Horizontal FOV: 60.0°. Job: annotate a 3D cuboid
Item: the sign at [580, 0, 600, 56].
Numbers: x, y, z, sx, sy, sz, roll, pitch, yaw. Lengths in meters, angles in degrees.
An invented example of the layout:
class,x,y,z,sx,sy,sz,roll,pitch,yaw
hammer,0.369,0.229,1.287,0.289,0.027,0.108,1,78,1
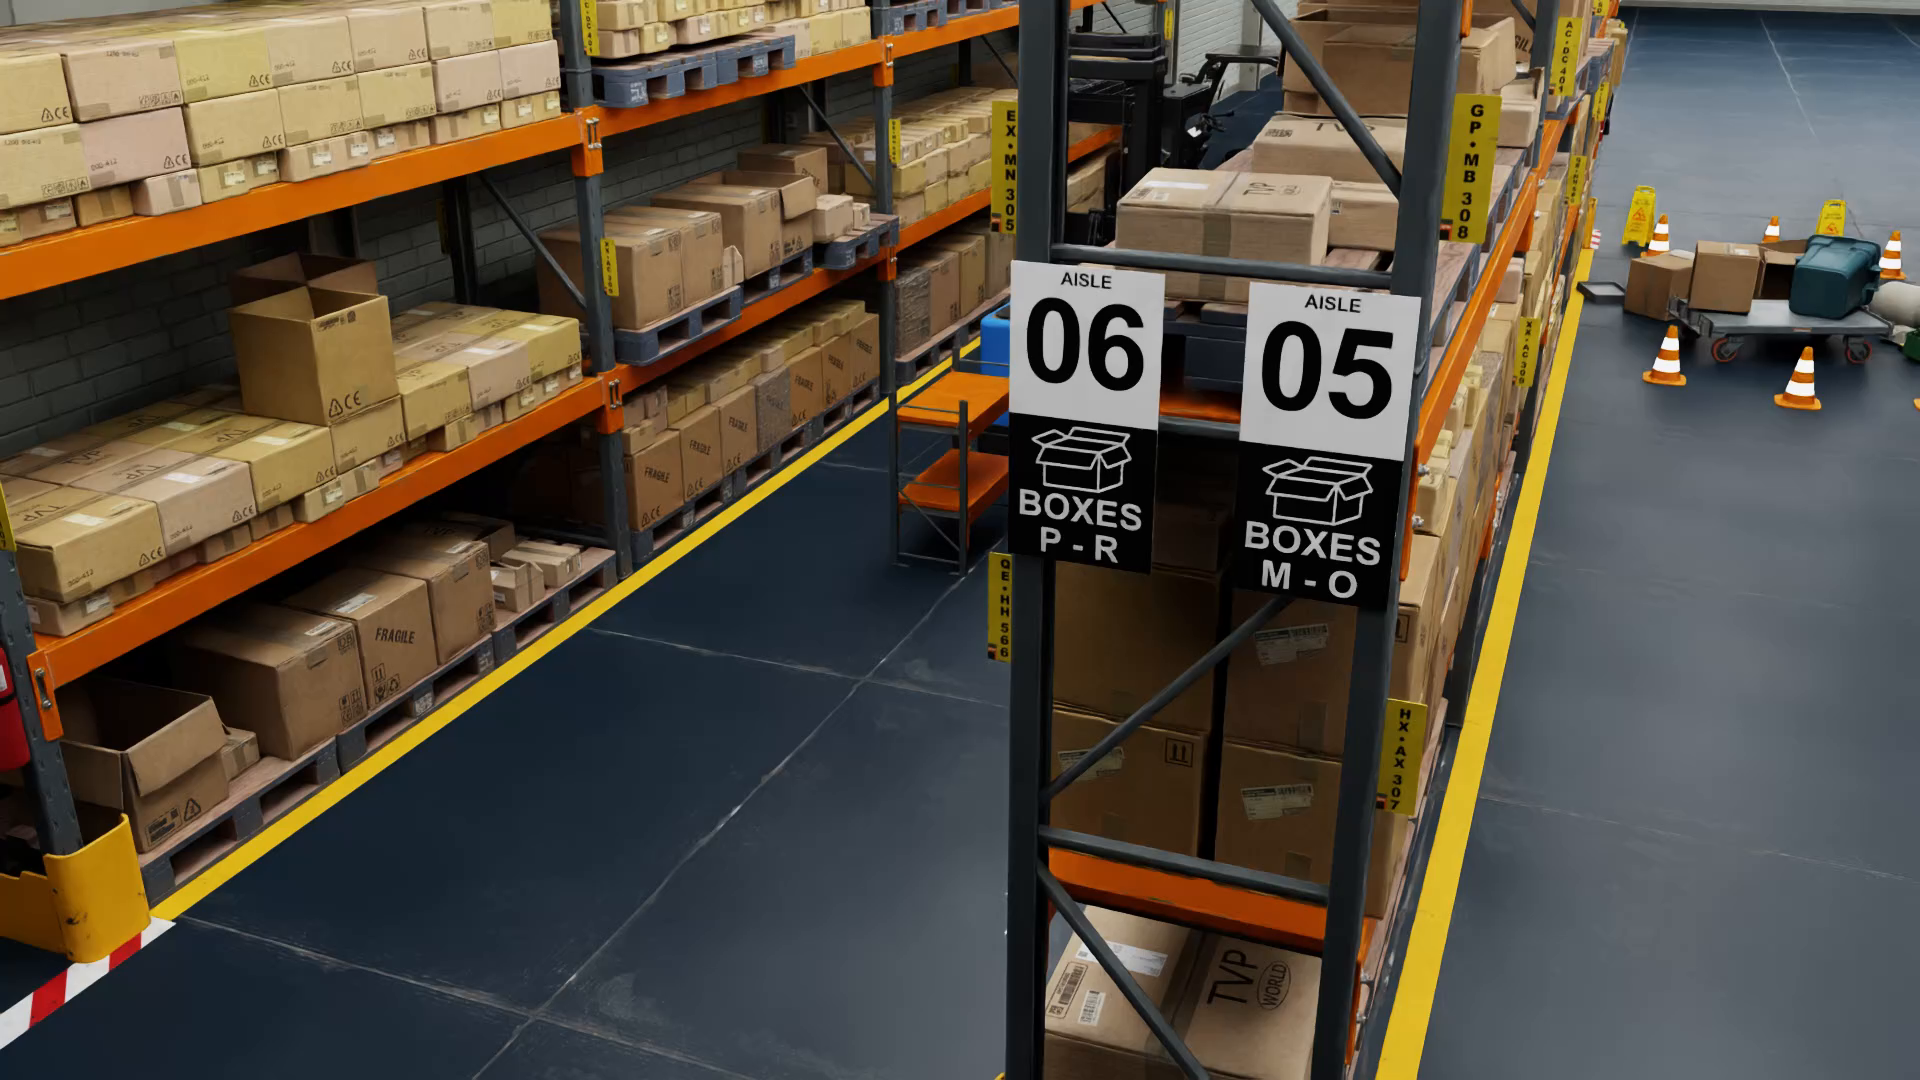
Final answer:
class,x,y,z,sx,sy,sz,roll,pitch,yaw
sign,-1.993,-2.772,8.933,0.100,0.325,0.005,9,24,20

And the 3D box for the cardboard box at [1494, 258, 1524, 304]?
class,x,y,z,sx,sy,sz,roll,pitch,yaw
cardboard box,2.291,-1.166,7.382,0.380,0.149,0.250,8,24,19

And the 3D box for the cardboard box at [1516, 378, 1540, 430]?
class,x,y,z,sx,sy,sz,roll,pitch,yaw
cardboard box,3.815,-1.129,12.425,0.950,0.372,0.625,7,24,16

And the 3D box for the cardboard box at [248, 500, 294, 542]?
class,x,y,z,sx,sy,sz,roll,pitch,yaw
cardboard box,-3.248,-0.130,7.495,0.380,0.149,0.250,9,24,21

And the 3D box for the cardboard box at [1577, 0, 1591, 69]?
class,x,y,z,sx,sy,sz,roll,pitch,yaw
cardboard box,3.210,-2.898,9.231,0.500,0.500,0.500,9,24,21

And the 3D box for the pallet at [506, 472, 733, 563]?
class,x,y,z,sx,sy,sz,roll,pitch,yaw
pallet,-2.233,-0.234,11.037,1.003,0.211,1.213,9,24,20

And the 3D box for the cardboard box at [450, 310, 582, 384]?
class,x,y,z,sx,sy,sz,roll,pitch,yaw
cardboard box,-2.463,-1.075,9.242,0.500,0.250,0.500,9,24,21

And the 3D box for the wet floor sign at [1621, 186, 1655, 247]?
class,x,y,z,sx,sy,sz,roll,pitch,yaw
wet floor sign,7.631,-3.638,18.622,0.267,0.644,0.232,19,29,38

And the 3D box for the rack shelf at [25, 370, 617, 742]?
class,x,y,z,sx,sy,sz,roll,pitch,yaw
rack shelf,-3.243,-0.177,8.215,1.077,0.370,4.000,9,24,20

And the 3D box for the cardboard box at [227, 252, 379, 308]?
class,x,y,z,sx,sy,sz,roll,pitch,yaw
cardboard box,-3.300,-1.144,8.432,0.500,0.500,0.500,8,24,19

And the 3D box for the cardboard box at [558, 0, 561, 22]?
class,x,y,z,sx,sy,sz,roll,pitch,yaw
cardboard box,-2.422,-3.089,9.627,0.380,0.149,0.250,9,24,20

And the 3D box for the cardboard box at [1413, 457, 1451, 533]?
class,x,y,z,sx,sy,sz,roll,pitch,yaw
cardboard box,1.247,-0.159,4.969,0.380,0.149,0.250,10,25,22

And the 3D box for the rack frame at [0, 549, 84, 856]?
class,x,y,z,sx,sy,sz,roll,pitch,yaw
rack frame,-3.986,0.207,6.363,1.000,3.000,0.127,9,24,20

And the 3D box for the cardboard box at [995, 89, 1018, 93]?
class,x,y,z,sx,sy,sz,roll,pitch,yaw
cardboard box,0.551,-4.279,16.131,0.380,0.149,0.250,10,25,22

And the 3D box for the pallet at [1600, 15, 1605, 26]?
class,x,y,z,sx,sy,sz,roll,pitch,yaw
pallet,4.753,-4.470,13.911,1.213,0.211,1.003,9,24,20

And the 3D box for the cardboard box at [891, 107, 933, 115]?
class,x,y,z,sx,sy,sz,roll,pitch,yaw
cardboard box,-0.468,-3.799,14.982,0.380,0.149,0.250,9,24,21

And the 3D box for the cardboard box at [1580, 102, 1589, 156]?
class,x,y,z,sx,sy,sz,roll,pitch,yaw
cardboard box,4.940,-3.379,13.888,0.500,0.500,0.500,9,24,20

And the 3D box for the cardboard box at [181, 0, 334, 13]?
class,x,y,z,sx,sy,sz,roll,pitch,yaw
cardboard box,-3.314,-2.402,7.876,0.500,0.250,0.500,8,24,19

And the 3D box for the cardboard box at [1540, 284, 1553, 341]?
class,x,y,z,sx,sy,sz,roll,pitch,yaw
cardboard box,3.474,-1.474,10.582,0.500,0.250,0.500,9,24,21

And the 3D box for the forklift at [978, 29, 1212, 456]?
class,x,y,z,sx,sy,sz,roll,pitch,yaw
forklift,1.202,-2.363,12.605,1.130,2.935,3.031,10,25,23

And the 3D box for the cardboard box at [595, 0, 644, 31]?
class,x,y,z,sx,sy,sz,roll,pitch,yaw
cardboard box,-1.982,-2.914,9.208,0.380,0.149,0.250,10,24,22

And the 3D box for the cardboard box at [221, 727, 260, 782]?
class,x,y,z,sx,sy,sz,roll,pitch,yaw
cardboard box,-3.477,0.977,7.674,0.380,0.149,0.250,8,24,18

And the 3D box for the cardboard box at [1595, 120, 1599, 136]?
class,x,y,z,sx,sy,sz,roll,pitch,yaw
cardboard box,6.242,-4.402,16.882,0.500,0.500,0.500,9,24,20

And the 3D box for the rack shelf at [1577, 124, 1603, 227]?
class,x,y,z,sx,sy,sz,roll,pitch,yaw
rack shelf,5.825,-3.762,16.798,1.077,0.370,4.000,9,24,20

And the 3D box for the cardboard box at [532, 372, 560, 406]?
class,x,y,z,sx,sy,sz,roll,pitch,yaw
cardboard box,-2.460,-0.862,9.248,0.380,0.149,0.250,9,24,21

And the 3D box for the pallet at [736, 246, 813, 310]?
class,x,y,z,sx,sy,sz,roll,pitch,yaw
pallet,-1.732,-1.871,11.586,1.003,0.211,1.213,9,24,20

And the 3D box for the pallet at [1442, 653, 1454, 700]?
class,x,y,z,sx,sy,sz,roll,pitch,yaw
pallet,2.327,0.485,9.316,1.003,0.211,1.213,9,24,20

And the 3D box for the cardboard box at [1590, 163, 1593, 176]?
class,x,y,z,sx,sy,sz,roll,pitch,yaw
cardboard box,6.342,-3.825,17.224,0.380,0.149,0.250,9,24,21

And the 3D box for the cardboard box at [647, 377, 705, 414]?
class,x,y,z,sx,sy,sz,roll,pitch,yaw
cardboard box,-1.915,-0.958,11.009,0.380,0.149,0.250,8,24,19

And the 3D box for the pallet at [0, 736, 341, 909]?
class,x,y,z,sx,sy,sz,roll,pitch,yaw
pallet,-3.662,1.181,7.649,1.003,0.211,1.213,9,24,20

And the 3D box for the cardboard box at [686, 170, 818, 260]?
class,x,y,z,sx,sy,sz,roll,pitch,yaw
cardboard box,-1.449,-2.287,11.654,0.797,0.503,0.637,8,24,19

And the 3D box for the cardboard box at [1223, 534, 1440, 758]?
class,x,y,z,sx,sy,sz,roll,pitch,yaw
cardboard box,1.067,0.278,4.767,0.500,0.500,0.500,8,24,19

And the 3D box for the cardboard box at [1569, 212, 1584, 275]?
class,x,y,z,sx,sy,sz,roll,pitch,yaw
cardboard box,5.551,-2.822,15.663,0.500,0.500,0.500,10,25,23

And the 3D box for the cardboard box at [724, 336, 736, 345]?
class,x,y,z,sx,sy,sz,roll,pitch,yaw
cardboard box,-1.878,-1.478,12.252,0.380,0.149,0.250,8,24,19

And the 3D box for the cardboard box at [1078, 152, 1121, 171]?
class,x,y,z,sx,sy,sz,roll,pitch,yaw
cardboard box,1.518,-4.150,18.519,0.500,0.250,0.500,8,24,19

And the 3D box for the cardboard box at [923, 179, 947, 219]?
class,x,y,z,sx,sy,sz,roll,pitch,yaw
cardboard box,-0.431,-2.890,13.971,0.500,0.250,0.500,8,24,19

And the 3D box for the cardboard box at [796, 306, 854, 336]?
class,x,y,z,sx,sy,sz,roll,pitch,yaw
cardboard box,-1.035,-1.681,12.738,0.380,0.149,0.250,7,24,17

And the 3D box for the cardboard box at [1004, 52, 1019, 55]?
class,x,y,z,sx,sy,sz,roll,pitch,yaw
cardboard box,0.677,-5.097,17.702,0.380,0.149,0.250,8,24,19

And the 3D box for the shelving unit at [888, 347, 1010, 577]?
class,x,y,z,sx,sy,sz,roll,pitch,yaw
shelving unit,-0.003,-0.517,10.527,0.538,1.125,1.048,9,24,20

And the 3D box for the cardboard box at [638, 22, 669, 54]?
class,x,y,z,sx,sy,sz,roll,pitch,yaw
cardboard box,-1.891,-2.870,9.489,0.380,0.149,0.250,9,24,21

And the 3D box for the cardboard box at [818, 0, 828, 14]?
class,x,y,z,sx,sy,sz,roll,pitch,yaw
cardboard box,-1.158,-3.813,11.773,0.380,0.149,0.250,9,24,21

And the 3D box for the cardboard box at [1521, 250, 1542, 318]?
class,x,y,z,sx,sy,sz,roll,pitch,yaw
cardboard box,2.540,-1.139,8.158,0.500,0.500,0.500,9,24,21

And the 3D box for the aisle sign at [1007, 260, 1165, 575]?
class,x,y,z,sx,sy,sz,roll,pitch,yaw
aisle sign,0.310,-0.302,4.208,0.394,0.787,0.004,9,24,20

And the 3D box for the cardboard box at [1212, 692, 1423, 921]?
class,x,y,z,sx,sy,sz,roll,pitch,yaw
cardboard box,1.069,0.739,4.958,0.500,0.500,0.500,9,24,20

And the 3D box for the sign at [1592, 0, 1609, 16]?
class,x,y,z,sx,sy,sz,roll,pitch,yaw
sign,4.108,-3.523,10.628,0.100,0.325,0.005,9,24,20

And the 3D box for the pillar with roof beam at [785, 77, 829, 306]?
class,x,y,z,sx,sy,sz,roll,pitch,yaw
pillar with roof beam,2.630,-5.403,12.011,9.100,9.000,0.400,9,24,20

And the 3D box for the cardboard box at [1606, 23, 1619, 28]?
class,x,y,z,sx,sy,sz,roll,pitch,yaw
cardboard box,6.385,-5.060,17.160,0.700,0.500,0.500,9,24,21

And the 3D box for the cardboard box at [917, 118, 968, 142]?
class,x,y,z,sx,sy,sz,roll,pitch,yaw
cardboard box,-0.153,-3.537,14.354,0.380,0.149,0.250,9,24,21

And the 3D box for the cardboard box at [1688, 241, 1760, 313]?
class,x,y,z,sx,sy,sz,roll,pitch,yaw
cardboard box,6.745,-2.330,14.697,0.500,0.500,0.500,9,24,20

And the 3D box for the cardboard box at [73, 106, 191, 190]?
class,x,y,z,sx,sy,sz,roll,pitch,yaw
cardboard box,-3.397,-1.550,6.485,0.500,0.250,0.500,9,24,21

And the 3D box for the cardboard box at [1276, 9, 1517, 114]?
class,x,y,z,sx,sy,sz,roll,pitch,yaw
cardboard box,1.639,-1.700,6.227,0.797,0.503,0.637,11,25,24

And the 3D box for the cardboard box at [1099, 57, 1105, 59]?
class,x,y,z,sx,sy,sz,roll,pitch,yaw
cardboard box,1.347,-5.206,17.964,0.380,0.149,0.250,9,24,20

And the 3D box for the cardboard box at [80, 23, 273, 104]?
class,x,y,z,sx,sy,sz,roll,pitch,yaw
cardboard box,-3.207,-1.960,6.819,0.500,0.250,0.500,8,24,19

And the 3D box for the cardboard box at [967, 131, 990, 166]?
class,x,y,z,sx,sy,sz,roll,pitch,yaw
cardboard box,-0.058,-3.491,14.763,0.500,0.250,0.500,9,24,21

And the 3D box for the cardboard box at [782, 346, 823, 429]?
class,x,y,z,sx,sy,sz,roll,pitch,yaw
cardboard box,-1.359,-1.149,12.307,0.500,0.500,0.500,10,25,22

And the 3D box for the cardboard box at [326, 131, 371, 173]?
class,x,y,z,sx,sy,sz,roll,pitch,yaw
cardboard box,-2.904,-1.767,7.522,0.380,0.149,0.250,9,24,21

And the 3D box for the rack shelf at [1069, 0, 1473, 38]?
class,x,y,z,sx,sy,sz,roll,pitch,yaw
rack shelf,1.367,-2.051,5.438,1.077,0.370,4.000,9,24,20
